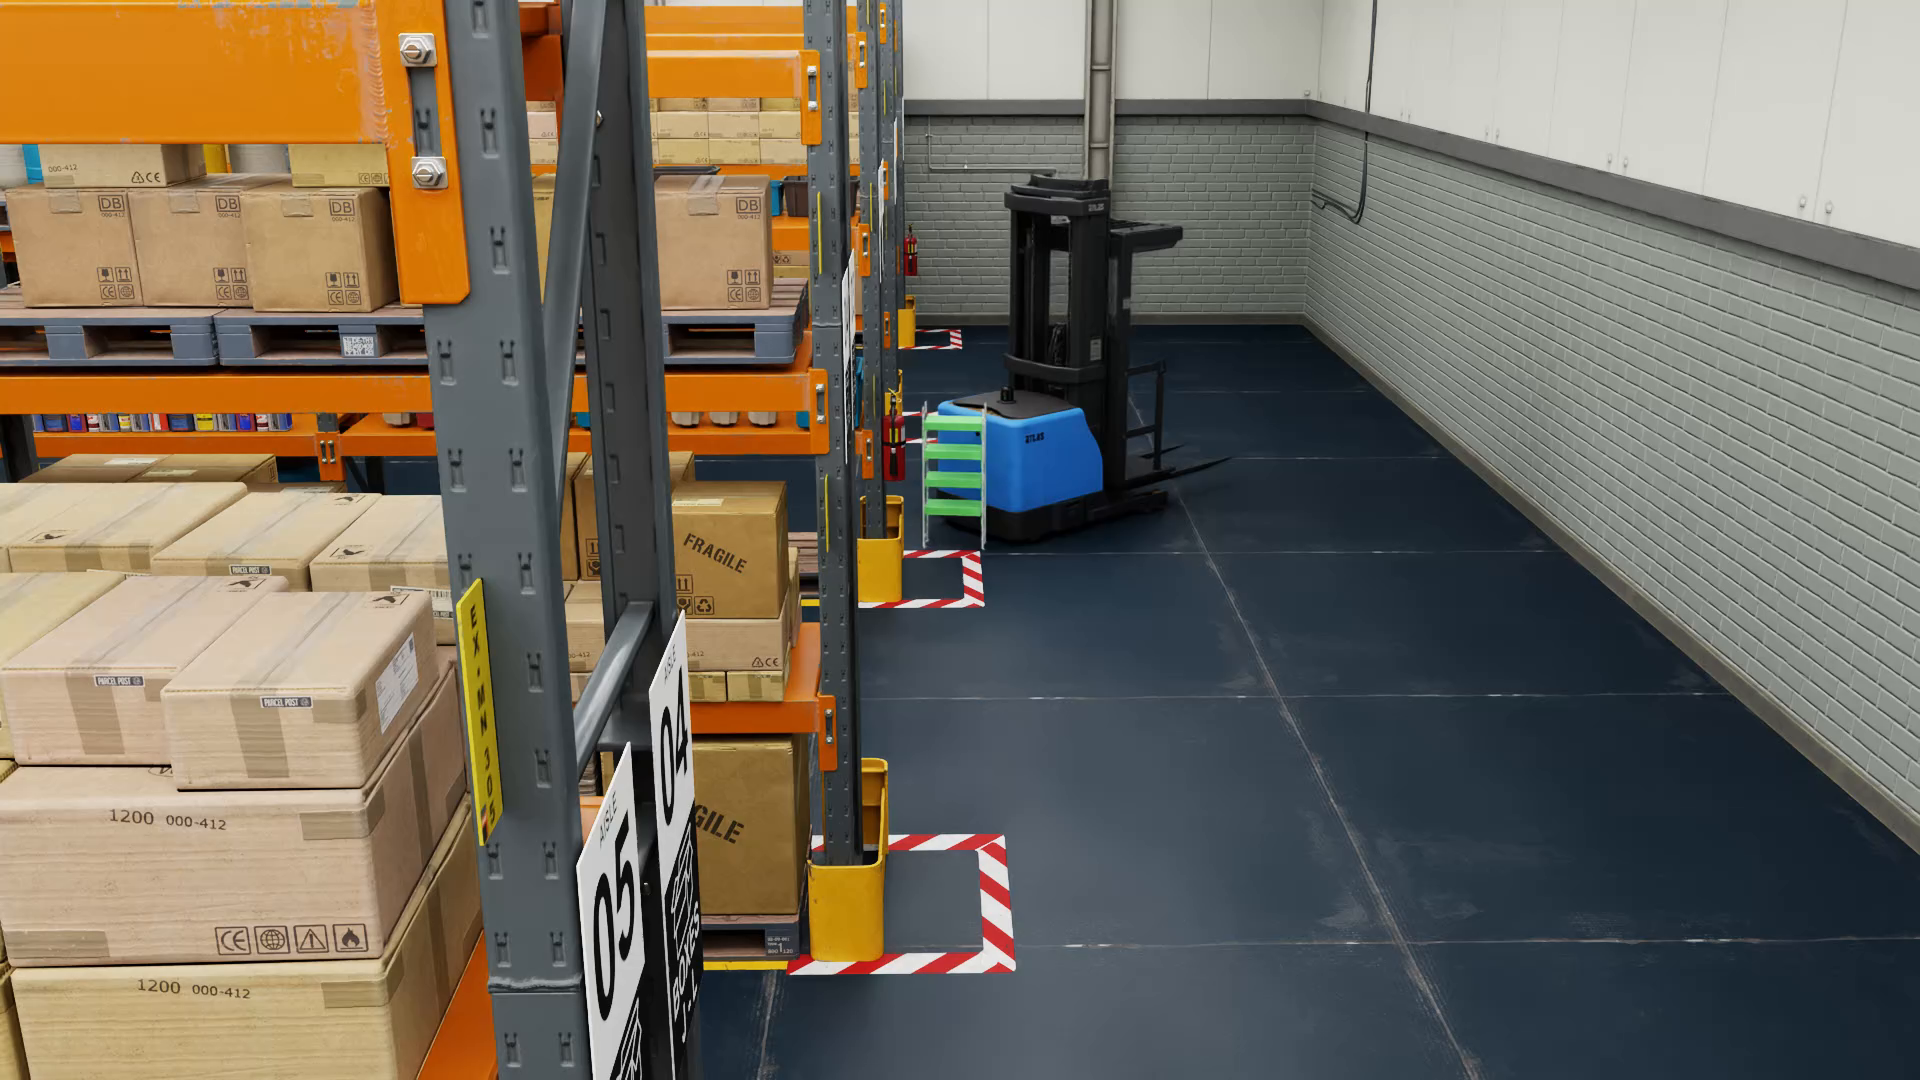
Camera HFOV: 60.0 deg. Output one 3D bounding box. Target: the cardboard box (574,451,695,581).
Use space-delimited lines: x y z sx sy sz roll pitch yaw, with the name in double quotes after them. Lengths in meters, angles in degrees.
-1.555 -0.122 8.048 0.500 0.500 0.500 -1 18 -2 "cardboard box"

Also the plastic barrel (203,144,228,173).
-5.558 -2.762 11.841 0.600 0.588 0.600 0 18 0 "plastic barrel"

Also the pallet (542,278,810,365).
-1.312 -0.996 7.477 1.213 0.211 1.003 0 18 -1 "pallet"

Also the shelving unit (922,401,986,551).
-0.046 -0.527 13.726 0.503 1.200 0.258 2 18 5 "shelving unit"

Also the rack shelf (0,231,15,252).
-6.648 -2.187 12.220 4.000 0.370 1.077 0 18 -1 "rack shelf"

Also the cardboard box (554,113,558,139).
-3.733 -4.148 16.583 0.500 0.250 0.500 0 18 -1 "cardboard box"

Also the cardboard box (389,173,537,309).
-2.170 -1.339 7.384 0.500 0.500 0.700 -1 18 -5 "cardboard box"

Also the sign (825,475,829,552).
-0.576 -0.115 7.213 0.005 0.325 0.100 0 18 -1 "sign"

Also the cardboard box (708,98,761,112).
-2.236 -4.576 16.689 0.500 0.500 0.700 0 18 -1 "cardboard box"

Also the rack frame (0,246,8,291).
-4.570 -2.454 6.967 0.127 3.000 1.000 0 18 -1 "rack frame"

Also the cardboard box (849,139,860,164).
-1.233 -3.917 16.681 0.500 0.250 0.500 0 18 -1 "cardboard box"

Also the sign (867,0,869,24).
-0.624 -3.665 11.268 0.005 0.325 0.100 0 18 -1 "sign"

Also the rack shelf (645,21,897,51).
-2.805 -6.470 21.316 4.000 0.370 1.077 0 18 -1 "rack shelf"

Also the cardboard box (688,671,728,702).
-1.181 0.607 7.657 0.250 0.149 0.380 0 18 0 "cardboard box"

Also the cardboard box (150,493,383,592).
-1.176 0.041 2.872 0.250 0.149 0.380 0 18 1 "cardboard box"

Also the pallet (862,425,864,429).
-1.596 -1.310 17.787 1.213 0.211 1.003 0 18 -1 "pallet"

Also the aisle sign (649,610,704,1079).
-0.525 0.568 3.109 0.004 0.787 0.394 0 18 -1 "aisle sign"

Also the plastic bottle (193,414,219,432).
-5.562 -0.983 12.281 0.185 0.351 0.144 0 18 -1 "plastic bottle"

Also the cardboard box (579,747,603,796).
-2.119 1.227 8.104 0.875 0.875 0.875 0 18 -1 "cardboard box"

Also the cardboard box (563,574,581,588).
-2.077 0.238 8.152 0.500 0.250 0.500 -1 18 -3 "cardboard box"

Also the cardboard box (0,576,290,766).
-1.169 0.183 2.431 0.250 0.149 0.380 0 18 0 "cardboard box"

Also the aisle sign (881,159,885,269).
-0.582 -2.459 12.546 0.004 0.787 0.394 0 18 -1 "aisle sign"

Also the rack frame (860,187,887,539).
-0.649 -1.130 12.659 0.127 3.000 1.000 0 18 -1 "rack frame"

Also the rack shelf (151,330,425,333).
-6.722 -2.271 17.395 4.000 0.370 1.077 0 18 -1 "rack shelf"

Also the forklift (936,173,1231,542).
1.229 -1.738 14.668 3.031 2.935 1.130 -15 23 -40 "forklift"

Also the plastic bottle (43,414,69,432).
-6.664 -0.977 12.264 0.185 0.351 0.144 0 18 -1 "plastic bottle"

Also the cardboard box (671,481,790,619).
-1.054 0.038 7.549 0.500 0.500 0.500 0 18 0 "cardboard box"

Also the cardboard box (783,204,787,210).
-1.694 -3.240 17.436 0.500 0.500 0.500 0 18 0 "cardboard box"

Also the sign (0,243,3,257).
-4.580 -1.479 7.862 0.005 0.325 0.100 0 18 -1 "sign"

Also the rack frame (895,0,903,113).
-0.805 -7.012 21.175 0.127 3.000 1.000 0 18 -1 "rack frame"

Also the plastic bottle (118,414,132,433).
-6.157 -0.902 12.272 0.097 0.201 0.097 0 18 0 "plastic bottle"

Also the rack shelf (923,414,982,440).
-0.046 -0.924 13.599 0.480 0.148 0.258 2 18 5 "rack shelf"

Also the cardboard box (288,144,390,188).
-2.591 -1.691 7.255 0.500 0.250 0.500 -1 18 -3 "cardboard box"

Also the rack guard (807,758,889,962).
-0.547 1.573 8.325 0.348 0.500 1.175 0 18 -1 "rack guard"

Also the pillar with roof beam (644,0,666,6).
-4.050 -5.946 17.850 0.400 9.000 9.100 0 18 -1 "pillar with roof beam"

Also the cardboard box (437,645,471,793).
-1.046 0.226 2.948 0.500 0.250 0.500 0 18 0 "cardboard box"

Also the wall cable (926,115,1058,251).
0.460 -4.934 22.856 1.851 1.984 0.084 0 18 -1 "wall cable"

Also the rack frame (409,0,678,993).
-0.593 -0.958 2.303 0.127 3.000 1.000 0 18 -1 "rack frame"

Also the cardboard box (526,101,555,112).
-4.237 -4.589 16.732 0.500 0.500 0.700 0 18 -1 "cardboard box"

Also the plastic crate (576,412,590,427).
-2.698 -0.990 12.400 0.300 0.233 0.416 0 18 -1 "plastic crate"

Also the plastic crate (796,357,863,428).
-0.981 -1.117 12.461 0.499 0.435 0.616 0 18 -1 "plastic crate"

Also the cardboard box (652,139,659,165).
-3.233 -3.910 16.661 0.500 0.250 0.500 0 18 -1 "cardboard box"

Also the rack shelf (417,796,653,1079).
-2.593 0.822 2.841 4.000 0.370 1.077 0 18 -1 "rack shelf"

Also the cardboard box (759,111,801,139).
-1.733 -4.155 16.605 0.500 0.250 0.500 0 18 -1 "cardboard box"

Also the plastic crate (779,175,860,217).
-1.038 -2.579 12.480 0.590 0.269 0.497 0 18 -1 "plastic crate"

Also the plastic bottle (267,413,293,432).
-5.037 -0.951 12.304 0.135 0.276 0.152 0 18 -1 "plastic bottle"

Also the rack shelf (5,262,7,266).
-14.803 -3.746 21.991 4.000 0.370 1.077 0 18 -1 "rack shelf"

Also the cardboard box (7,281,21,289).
-9.620 -2.616 17.439 0.500 0.311 0.500 0 18 -2 "cardboard box"
